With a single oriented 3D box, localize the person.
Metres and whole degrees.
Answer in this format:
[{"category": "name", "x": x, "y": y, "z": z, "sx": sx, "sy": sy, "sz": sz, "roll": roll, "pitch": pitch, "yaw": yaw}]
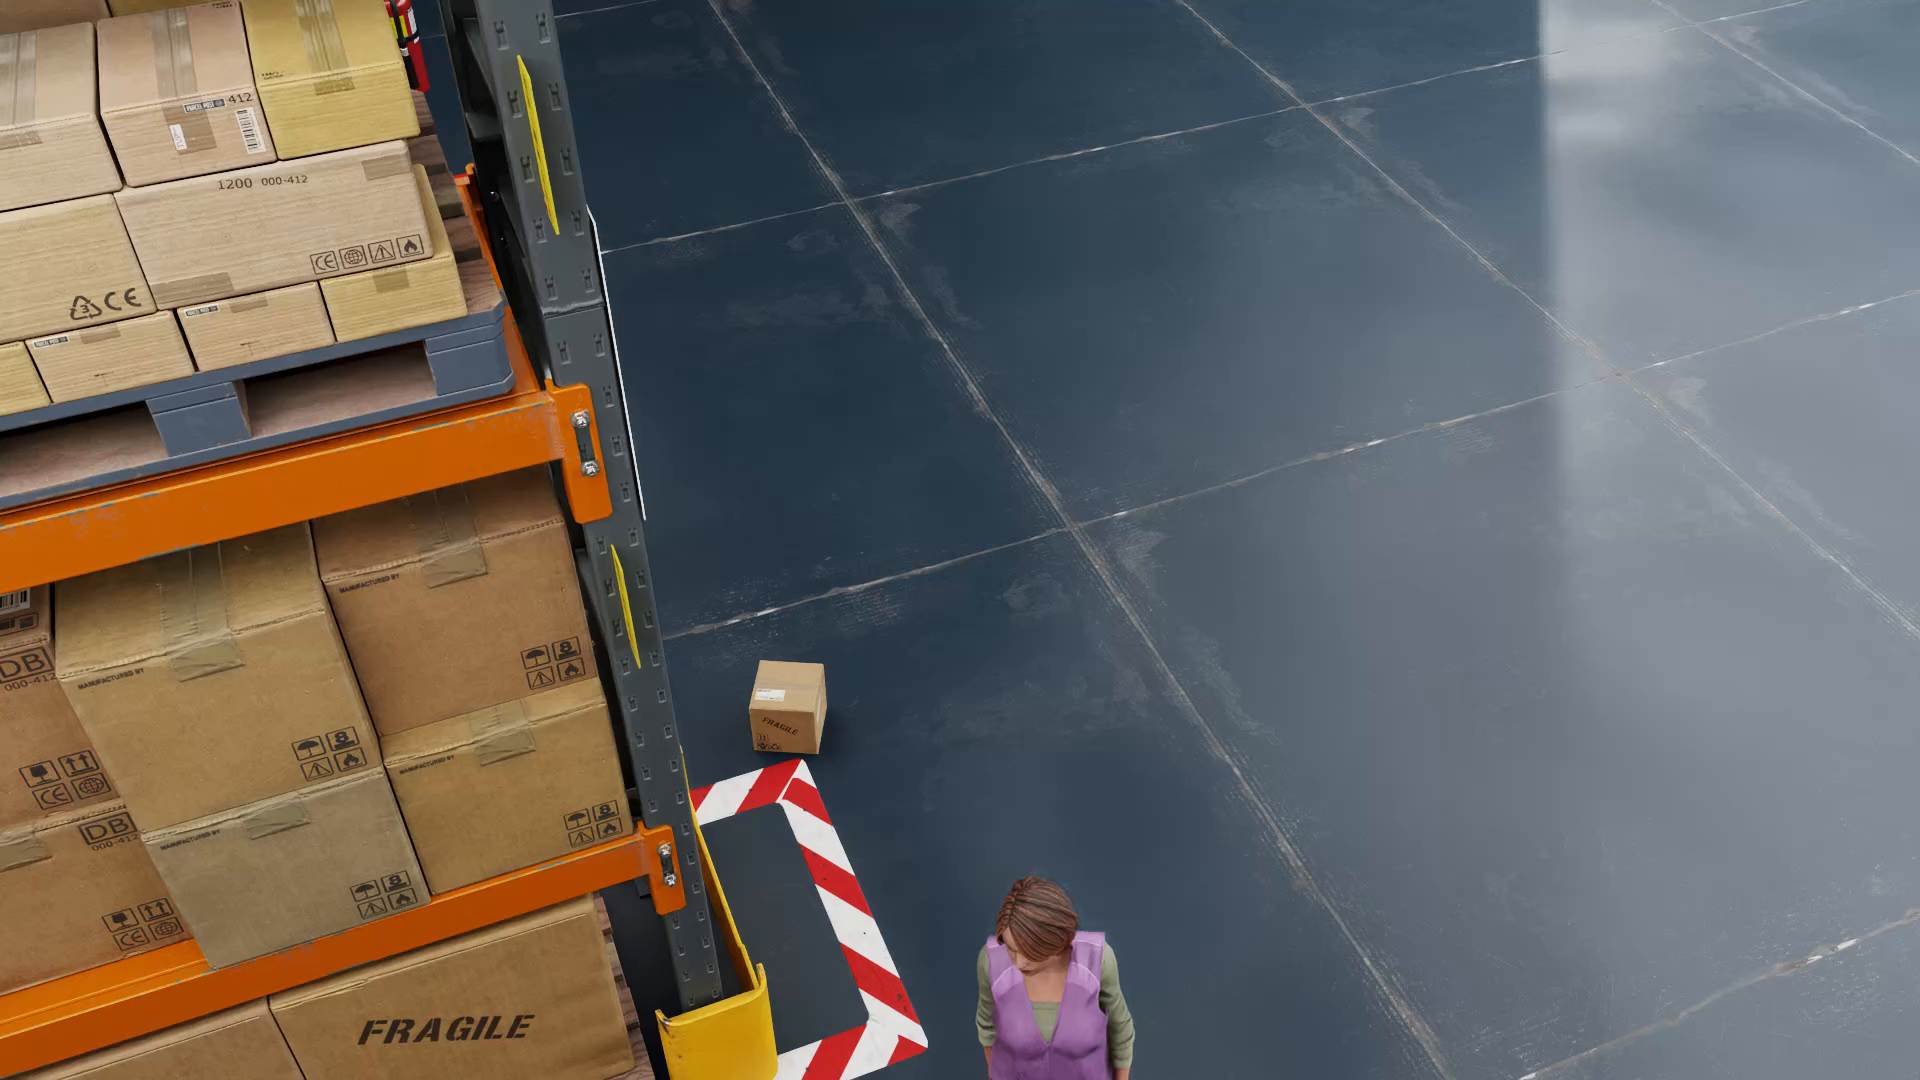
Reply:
[{"category": "person", "x": 0.254, "y": 1.443, "z": 4.585, "sx": 0.425, "sy": 1.564, "sz": 0.725, "roll": 0, "pitch": 42, "yaw": 0}]
